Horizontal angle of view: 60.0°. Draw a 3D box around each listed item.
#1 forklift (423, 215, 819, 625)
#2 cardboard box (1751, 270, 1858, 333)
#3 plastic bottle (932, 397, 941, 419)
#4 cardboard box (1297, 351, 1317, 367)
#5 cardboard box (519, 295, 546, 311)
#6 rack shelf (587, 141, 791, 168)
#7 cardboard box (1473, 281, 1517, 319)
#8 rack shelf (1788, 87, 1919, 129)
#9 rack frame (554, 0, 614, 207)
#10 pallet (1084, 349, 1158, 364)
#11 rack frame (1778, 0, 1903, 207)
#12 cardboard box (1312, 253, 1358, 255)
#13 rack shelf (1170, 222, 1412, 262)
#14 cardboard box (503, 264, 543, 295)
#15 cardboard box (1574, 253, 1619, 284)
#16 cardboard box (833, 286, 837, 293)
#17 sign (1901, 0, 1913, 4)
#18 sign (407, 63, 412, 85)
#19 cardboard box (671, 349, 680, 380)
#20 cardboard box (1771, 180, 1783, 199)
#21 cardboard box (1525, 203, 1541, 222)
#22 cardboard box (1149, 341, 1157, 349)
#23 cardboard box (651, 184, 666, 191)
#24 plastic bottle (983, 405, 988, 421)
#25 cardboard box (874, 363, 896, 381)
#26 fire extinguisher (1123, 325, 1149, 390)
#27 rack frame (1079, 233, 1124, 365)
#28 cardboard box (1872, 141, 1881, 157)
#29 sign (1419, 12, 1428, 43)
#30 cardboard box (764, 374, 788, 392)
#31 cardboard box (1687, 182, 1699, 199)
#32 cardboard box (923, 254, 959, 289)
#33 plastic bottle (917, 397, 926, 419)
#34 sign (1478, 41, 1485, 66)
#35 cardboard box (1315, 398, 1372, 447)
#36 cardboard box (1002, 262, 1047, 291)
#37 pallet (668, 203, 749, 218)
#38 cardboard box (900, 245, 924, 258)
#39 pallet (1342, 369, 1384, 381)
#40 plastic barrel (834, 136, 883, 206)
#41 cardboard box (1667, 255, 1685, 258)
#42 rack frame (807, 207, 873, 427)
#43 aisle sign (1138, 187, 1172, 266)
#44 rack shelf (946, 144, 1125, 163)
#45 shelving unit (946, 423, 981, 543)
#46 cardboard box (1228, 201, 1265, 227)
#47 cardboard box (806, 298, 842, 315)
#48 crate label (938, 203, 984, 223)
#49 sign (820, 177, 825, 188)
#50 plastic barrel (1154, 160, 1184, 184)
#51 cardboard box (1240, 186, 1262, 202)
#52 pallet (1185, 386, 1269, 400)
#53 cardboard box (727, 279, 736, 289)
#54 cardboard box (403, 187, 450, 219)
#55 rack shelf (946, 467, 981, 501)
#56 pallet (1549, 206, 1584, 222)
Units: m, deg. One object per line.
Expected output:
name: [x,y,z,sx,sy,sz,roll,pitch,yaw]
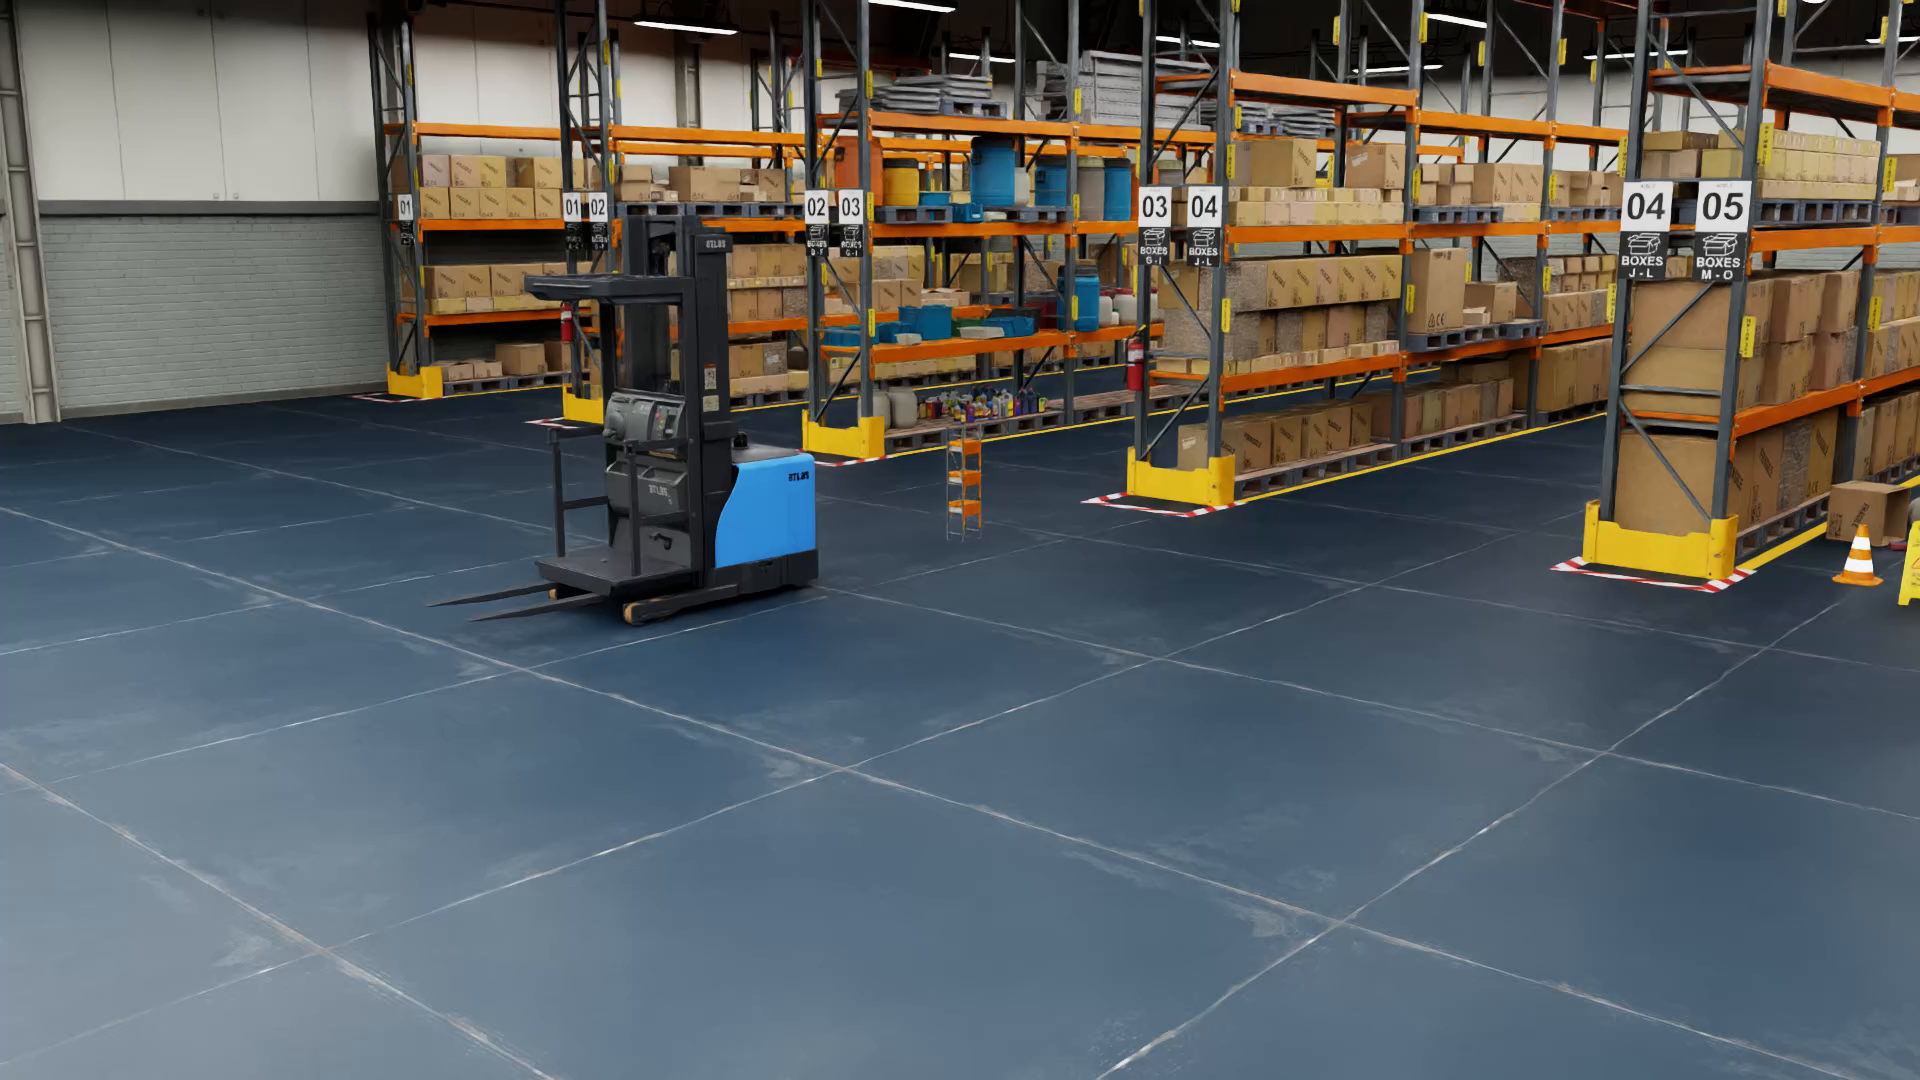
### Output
forklift: [-2.526,-0.926,12.405,1.130,2.935,3.031,11,16,43]
cardboard box: [8.007,-2.288,15.907,0.875,0.550,0.550,10,15,40]
plastic bottle: [-0.317,-1.769,22.261,0.061,0.283,0.133,10,15,40]
cardboard box: [3.683,-1.994,18.218,0.380,0.149,0.250,10,15,40]
cardboard box: [-7.341,-4.013,28.016,0.500,0.250,0.500,10,15,41]
rack shelf: [-4.949,-7.095,30.657,1.077,0.370,4.000,10,15,40]
cardboard box: [7.207,-3.246,22.514,0.500,0.500,0.500,8,14,33]
rack shelf: [9.873,-4.518,17.753,1.077,0.370,4.000,10,15,40]
rack frame: [-5.186,-6.122,22.924,1.000,3.000,0.127,10,15,40]
pallet: [3.190,-3.679,33.129,1.003,0.211,1.213,10,15,40]
rack frame: [8.553,-4.773,16.170,1.000,3.000,0.127,10,15,40]
cardboard box: [4.405,-3.139,19.739,0.500,0.500,0.500,10,15,40]
rack shelf: [3.573,-3.311,18.346,1.077,0.370,4.000,10,15,40]
cardboard box: [-7.357,-4.379,27.934,0.500,0.500,0.500,10,15,42]
cardboard box: [9.759,-4.110,25.352,0.797,0.503,0.637,9,15,39]
cardboard box: [-2.587,-5.058,33.506,0.380,0.149,0.250,10,15,42]
sign: [8.953,-5.233,15.685,0.100,0.325,0.005,10,15,40]
sign: [-8.502,-7.188,25.677,0.100,0.325,0.005,10,15,40]
cardboard box: [-4.336,-2.529,24.287,0.500,0.500,0.500,10,15,40]
cardboard box: [6.547,-2.891,13.724,0.380,0.149,0.250,10,15,41]
cardboard box: [7.404,-4.371,22.201,0.500,0.250,0.500,10,15,40]
cardboard box: [3.739,-3.934,33.398,0.380,0.166,0.250,10,15,40]
cardboard box: [-4.624,-5.055,24.196,0.500,0.250,0.500,10,15,40]
plastic bottle: [0.321,-1.688,22.066,0.097,0.201,0.097,0,11,0]
cardboard box: [-1.415,-2.805,27.582,0.500,0.250,0.500,9,15,39]
fire extinguisher: [1.831,-1.903,17.318,0.296,0.674,0.183,10,15,40]
rack frame: [2.735,-4.945,32.351,1.000,3.000,0.127,10,15,40]
cardboard box: [8.551,-3.729,15.883,0.380,0.149,0.250,10,15,40]
sign: [5.289,-5.853,18.991,0.100,0.325,0.005,10,15,40]
cardboard box: [-3.025,-2.457,25.841,0.500,0.250,0.500,10,15,40]
cardboard box: [6.044,-2.975,14.140,0.380,0.149,0.250,10,15,41]
cardboard box: [-0.618,-5.810,35.914,0.980,0.700,0.700,10,15,41]
plastic bottle: [-0.521,-1.769,22.260,0.061,0.283,0.133,10,15,42]
sign: [7.115,-6.624,22.651,0.100,0.325,0.005,10,15,40]
cardboard box: [4.599,-1.413,19.977,0.500,0.500,0.500,9,15,39]
cardboard box: [1.173,-4.829,30.440,0.500,0.500,0.700,-9,14,-37]
pallet: [-3.894,-4.888,24.633,1.003,0.211,1.213,10,15,40]
cardboard box: [-1.104,-6.056,34.931,0.500,0.250,0.500,10,15,42]
pallet: [6.910,-3.050,29.982,1.003,0.211,1.213,10,15,40]
plastic barrel: [-1.242,-4.514,20.365,0.600,0.830,0.708,10,15,40]
cardboard box: [11.965,-4.583,28.247,0.500,0.500,0.500,9,15,39]
rack frame: [-1.468,-2.539,20.302,1.000,3.000,0.127,10,15,40]
aisle sign: [1.987,-3.203,16.990,0.394,0.787,0.004,10,15,40]
rack shelf: [1.415,-7.044,30.400,1.077,0.370,4.000,10,15,40]
shelving unit: [0.035,-0.523,15.187,0.215,1.050,0.252,10,15,40]
cardboard box: [2.765,-3.333,17.004,0.500,0.250,0.500,10,15,42]
cardboard box: [-2.253,-3.773,26.863,0.500,0.250,0.500,11,16,44]
crate label: [0.016,-4.169,21.188,0.502,0.251,0.408,10,15,40]
sign: [-2.127,-5.460,25.748,0.100,0.325,0.005,10,15,40]
plastic barrel: [3.108,-5.340,25.388,0.600,0.901,0.600,0,11,0]
cardboard box: [2.852,-3.527,16.959,0.380,0.149,0.250,10,15,42]
pallet: [4.302,-2.470,27.076,1.003,0.211,1.213,10,15,40]
cardboard box: [-3.576,-3.842,24.914,0.380,0.149,0.250,10,15,42]
cardboard box: [-8.501,-5.366,26.494,0.500,0.500,0.500,10,15,42]
rack shelf: [0.035,-0.512,15.189,0.215,0.259,0.240,10,15,40]
pallet: [7.919,-4.555,23.222,1.213,0.211,1.003,11,16,43]
